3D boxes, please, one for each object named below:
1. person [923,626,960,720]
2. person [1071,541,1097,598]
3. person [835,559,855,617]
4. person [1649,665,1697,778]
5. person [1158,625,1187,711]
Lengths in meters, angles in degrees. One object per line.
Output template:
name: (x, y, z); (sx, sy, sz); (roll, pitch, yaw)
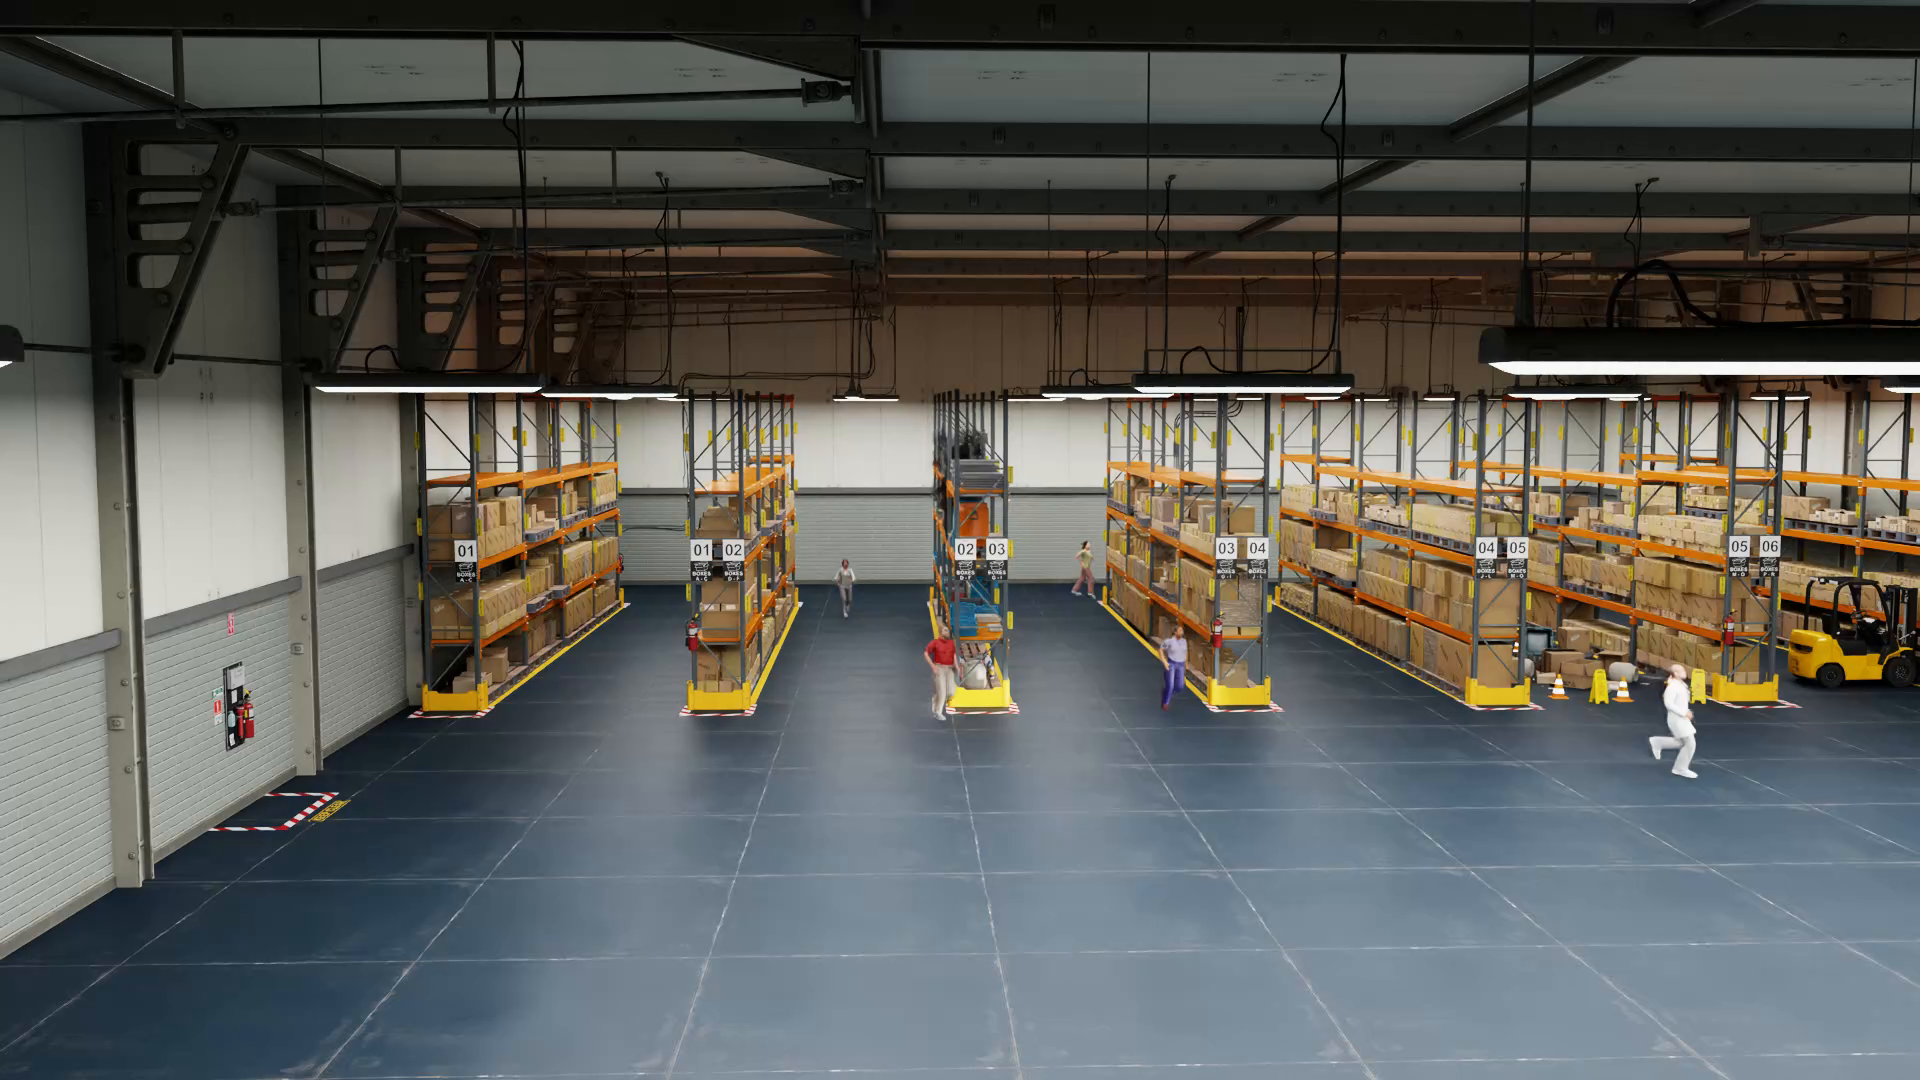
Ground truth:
person: (-0.312, 2.417, 30.434); (0.706, 1.688, 0.543); (-3, 6, -35)
person: (3.694, 0.875, 49.327); (0.793, 1.725, 0.549); (1, 5, 13)
person: (-3.107, 1.288, 44.865); (0.541, 1.552, 0.666); (-1, 5, -9)
person: (11.048, 2.778, 25.724); (0.716, 1.724, 0.729); (3, 5, 29)
person: (4.033, 2.396, 31.295); (0.639, 1.593, 0.506); (-2, 5, -24)
